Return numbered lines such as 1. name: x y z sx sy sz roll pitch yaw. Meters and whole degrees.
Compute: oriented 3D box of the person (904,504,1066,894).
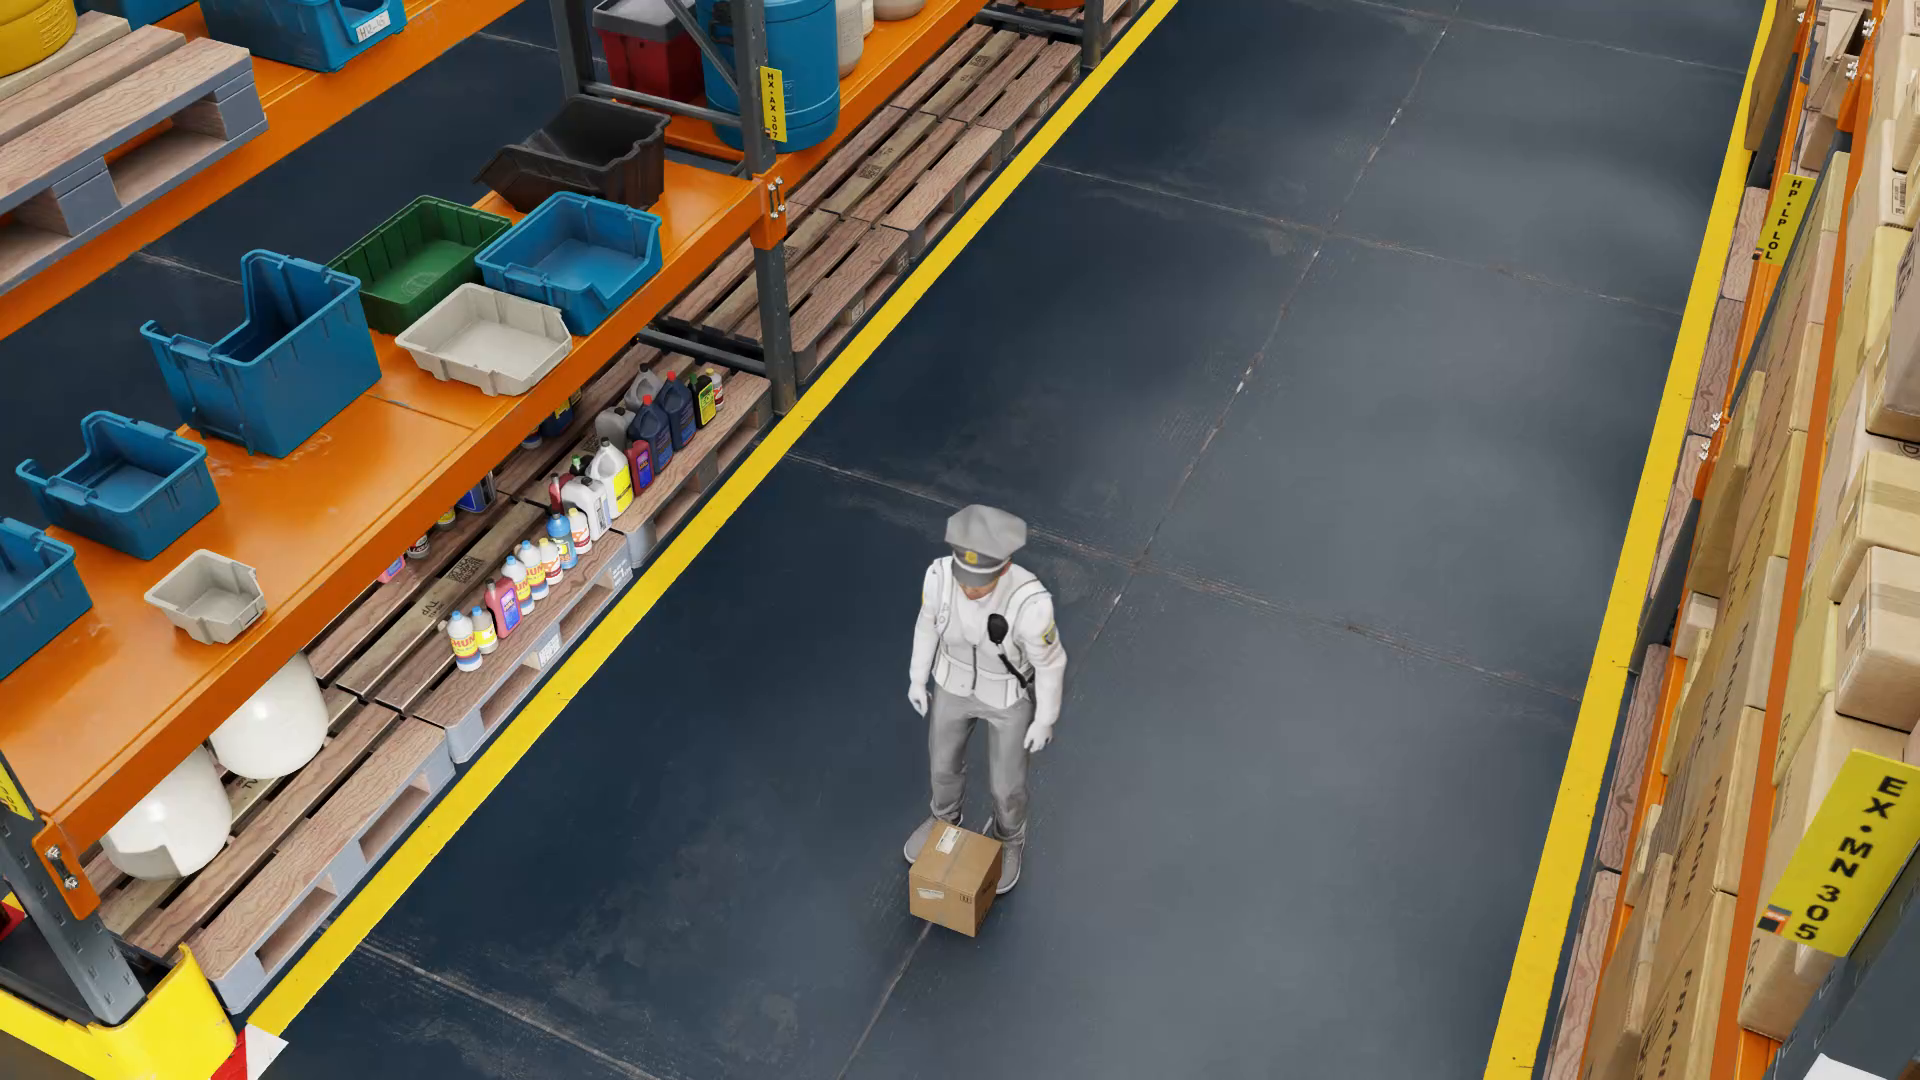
1. person: 0.080 0.531 5.573 0.535 1.663 0.379 17 45 18
